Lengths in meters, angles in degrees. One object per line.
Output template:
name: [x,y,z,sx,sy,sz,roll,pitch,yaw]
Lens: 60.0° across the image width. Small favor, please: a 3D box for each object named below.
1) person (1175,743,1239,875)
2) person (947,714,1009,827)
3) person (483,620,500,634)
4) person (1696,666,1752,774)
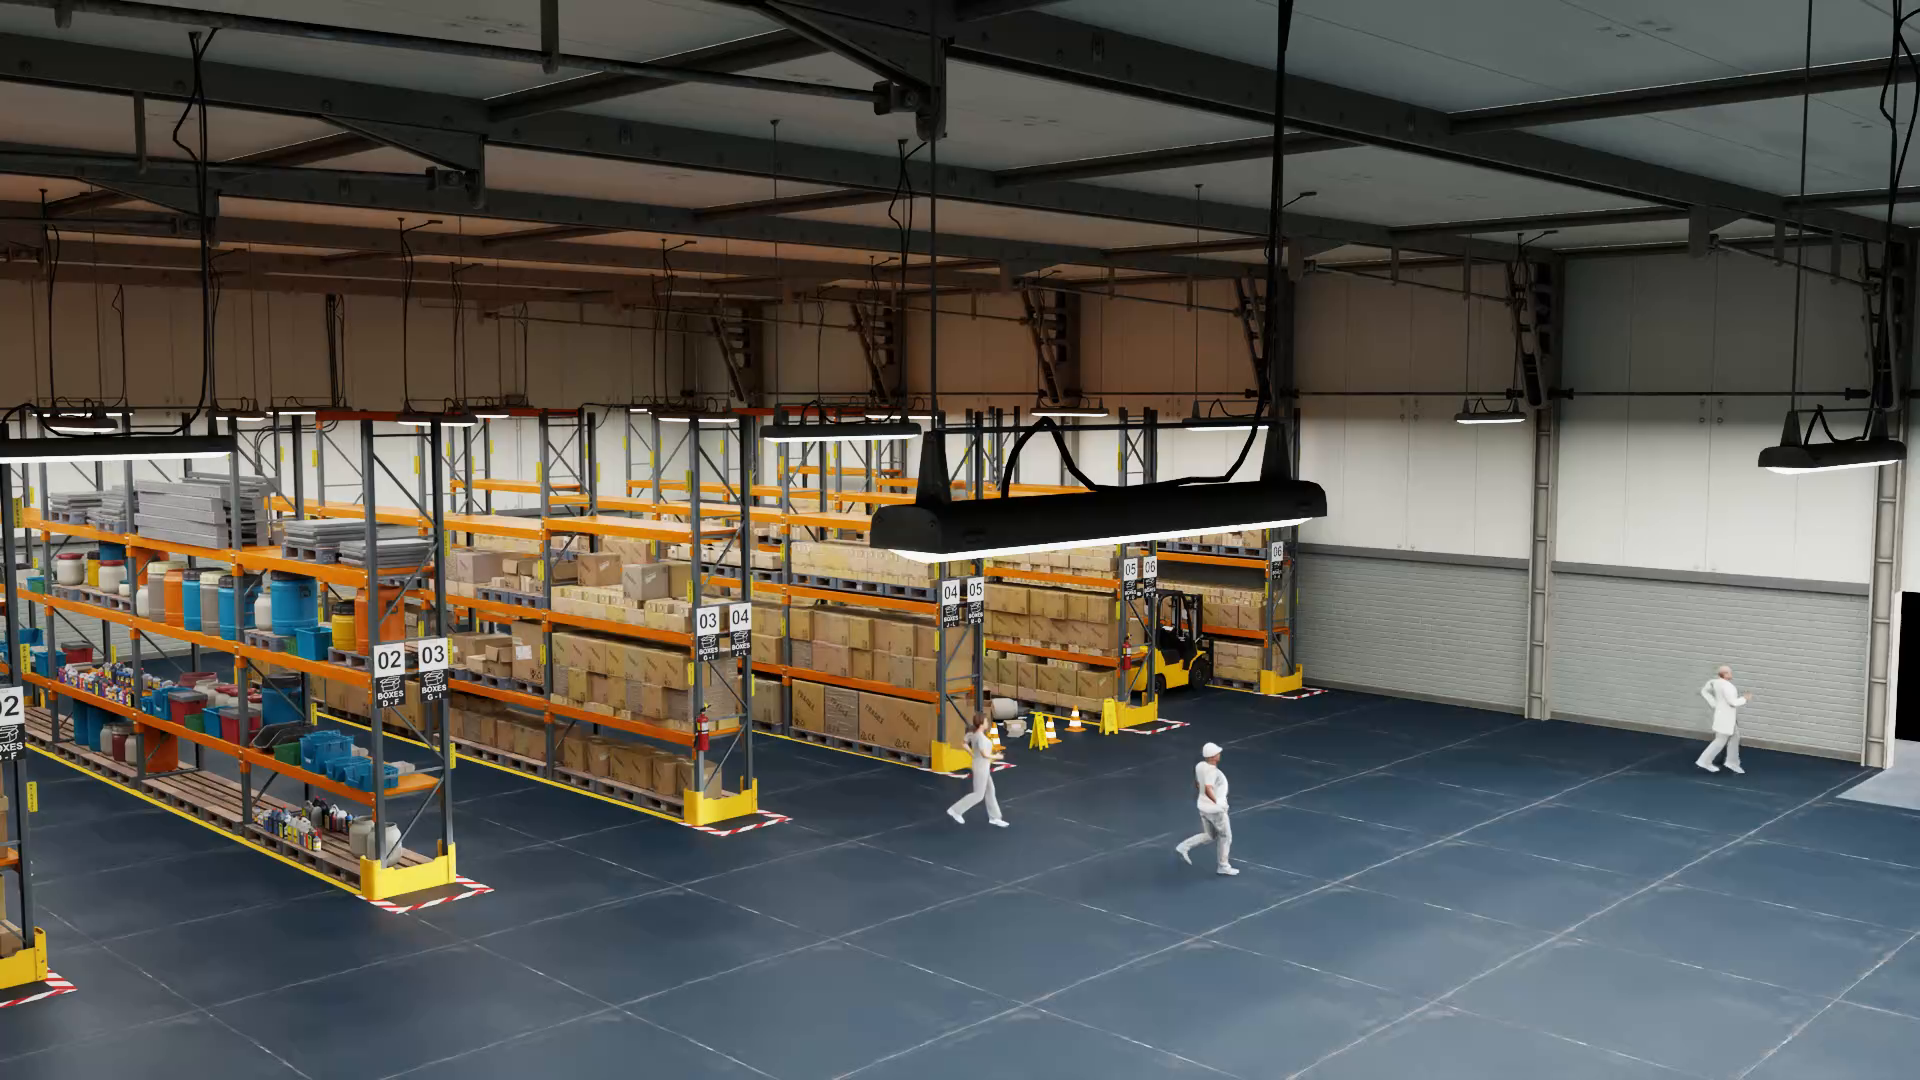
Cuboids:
person: [3.261,3.533,21.768,0.879,1.776,0.681,-1,5,-16]
person: [0.266,3.360,24.131,0.934,1.687,0.584,-1,5,-13]
person: [-11.501,1.843,40.935,0.562,1.748,0.655,-5,7,-43]
person: [12.659,2.990,27.576,0.832,1.831,0.685,1,5,10]
